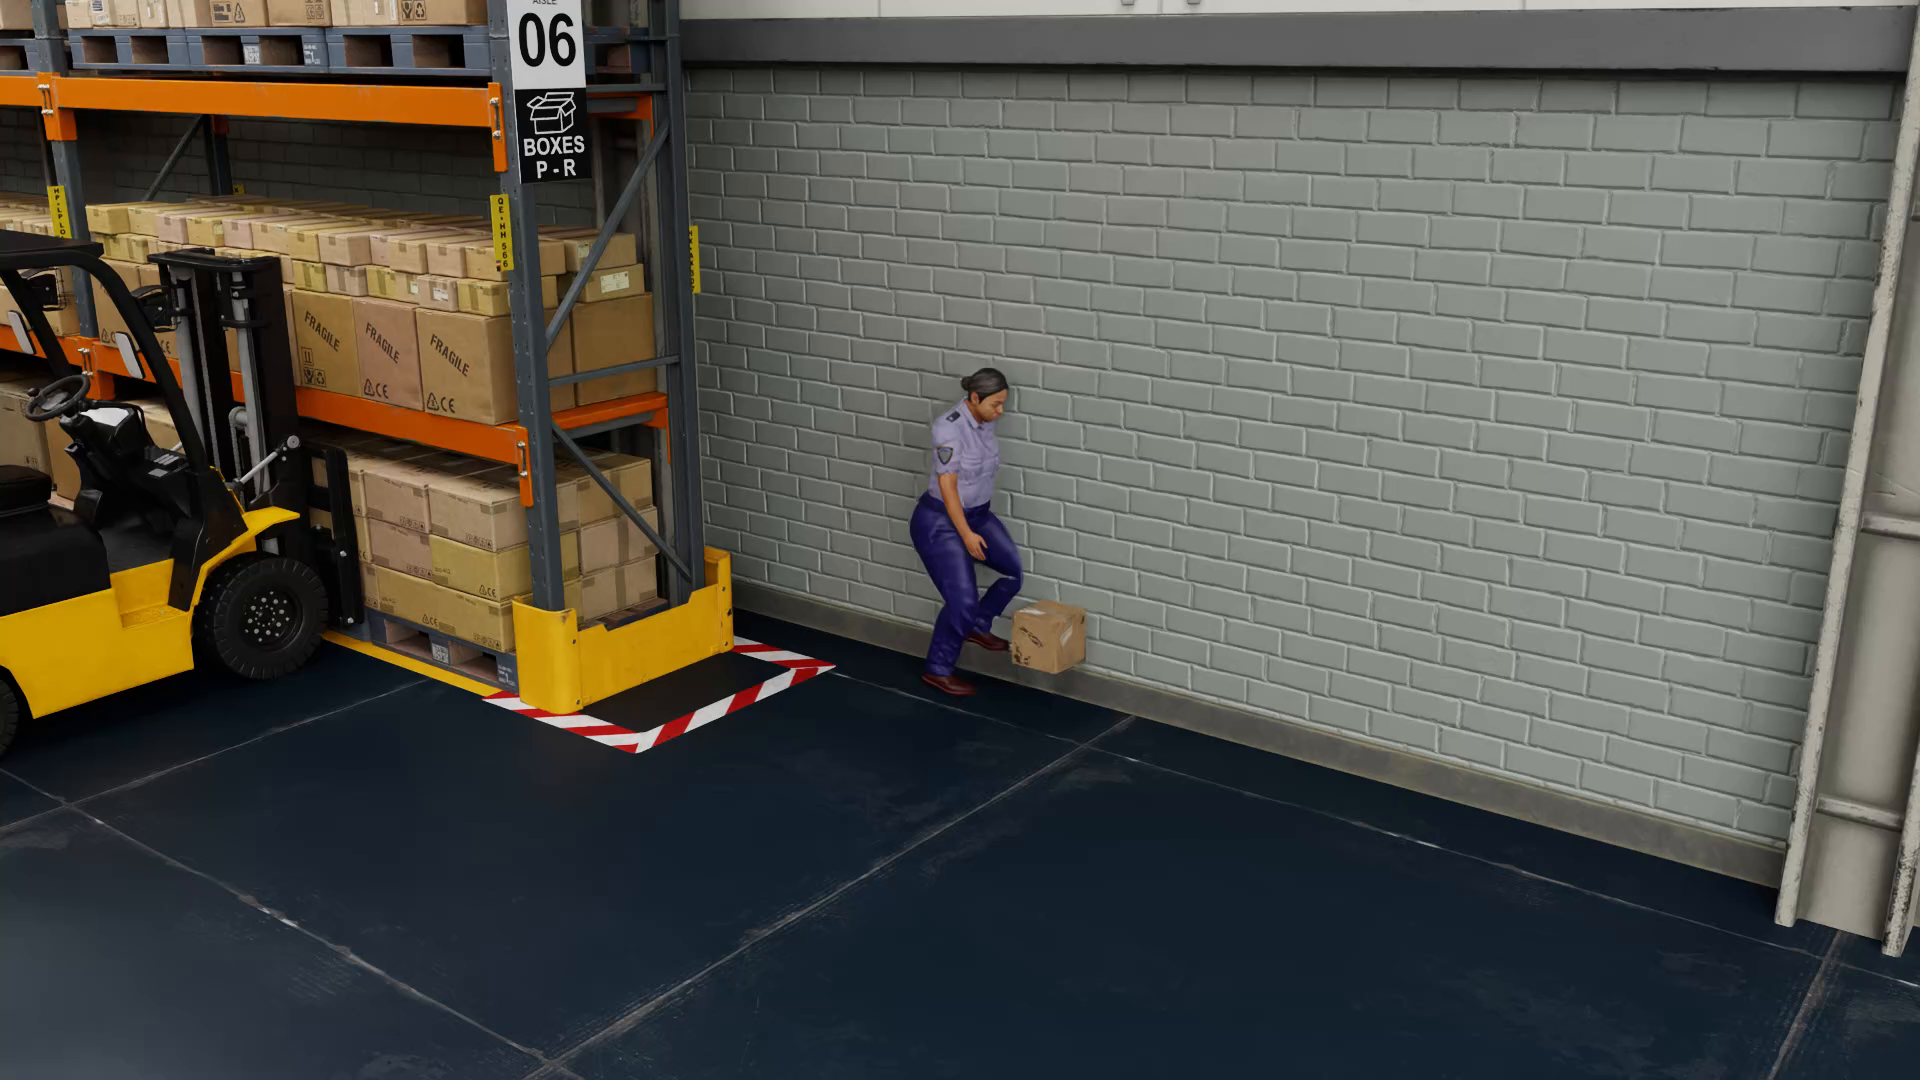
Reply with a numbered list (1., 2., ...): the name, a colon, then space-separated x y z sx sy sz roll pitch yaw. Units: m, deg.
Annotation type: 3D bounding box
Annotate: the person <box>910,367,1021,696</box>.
1. person: 0.062 -0.061 7.945 0.521 1.560 0.515 13 21 36
